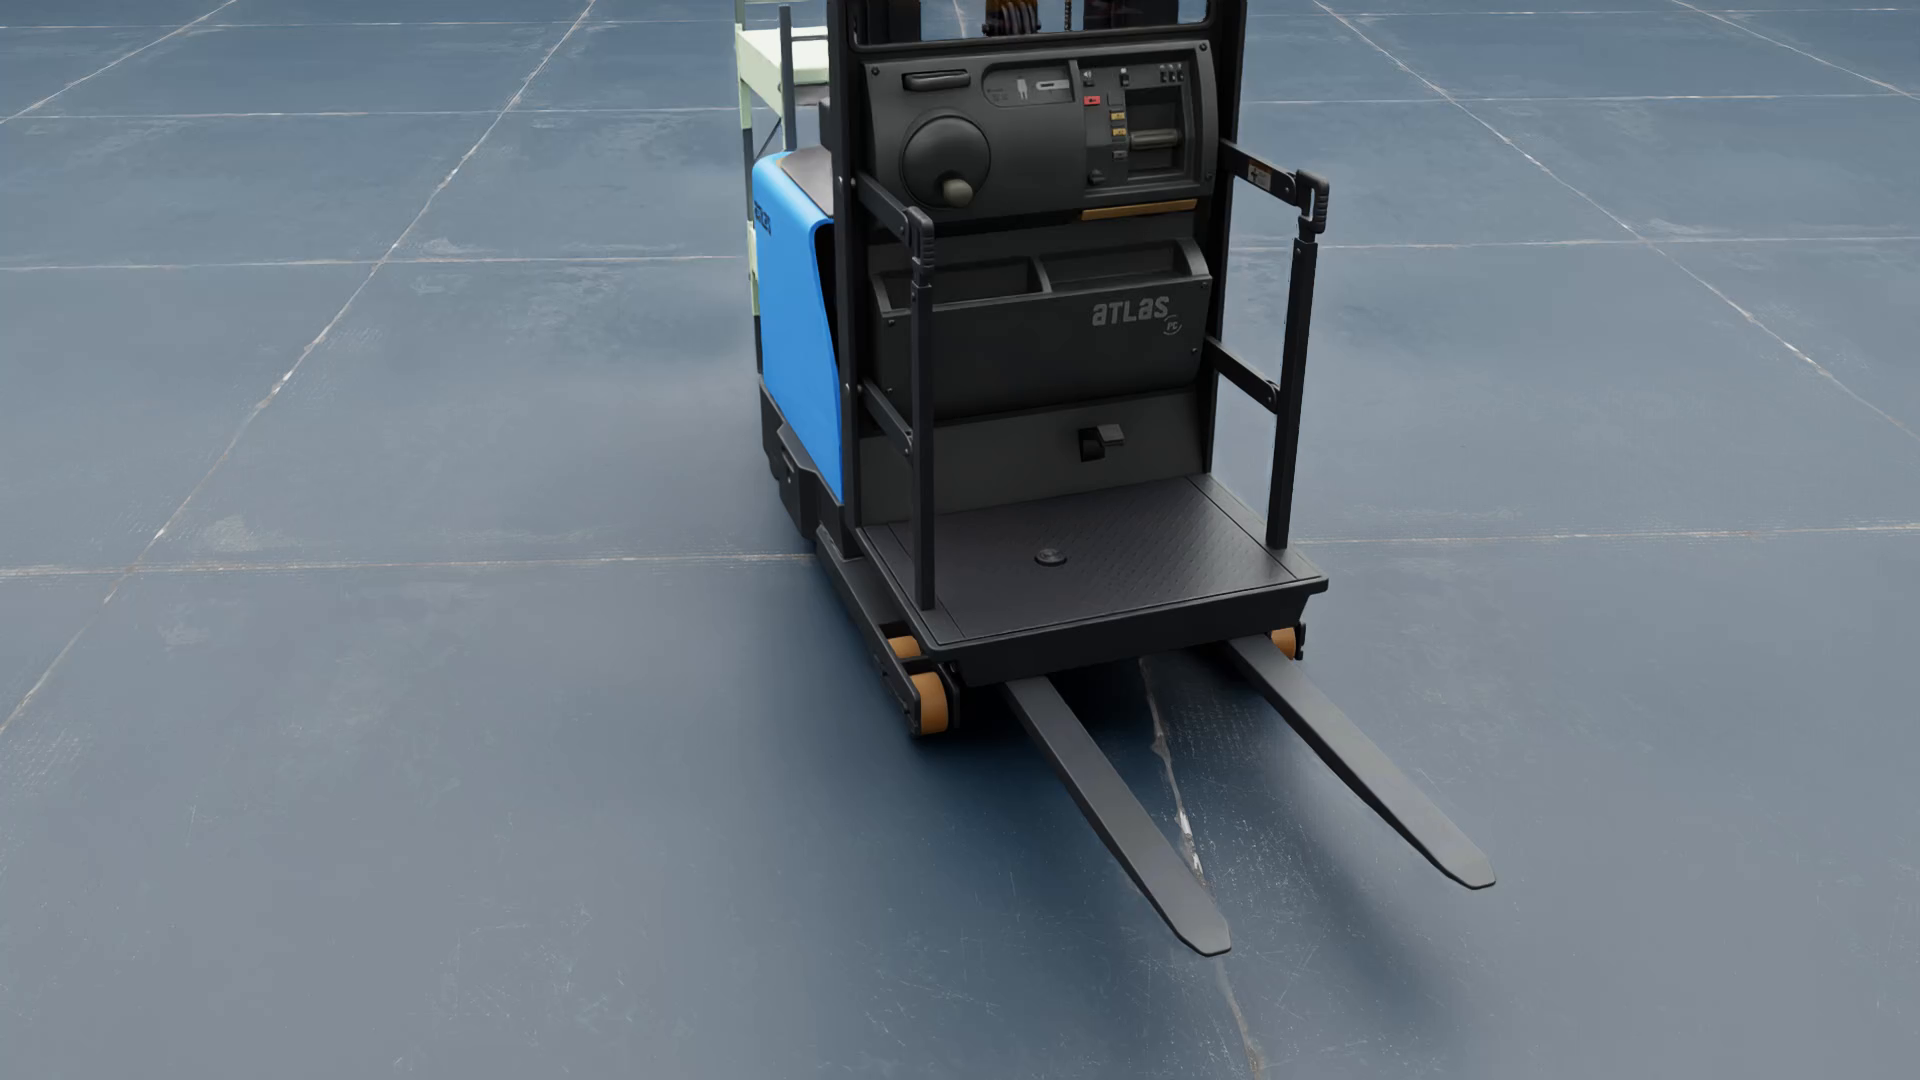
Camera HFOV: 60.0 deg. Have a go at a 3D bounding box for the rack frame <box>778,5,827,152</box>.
[{"bbox_3d":[-0.375,-1.034,5.602,0.400,1.500,0.023,-9,28,-16],"label":"rack frame"}]

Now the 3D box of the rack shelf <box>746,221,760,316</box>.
[{"bbox_3d":[-0.490,-0.903,6.060,0.431,0.370,0.720,-9,28,-16],"label":"rack shelf"}]

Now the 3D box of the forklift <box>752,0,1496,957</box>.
[{"bbox_3d":[0.290,-1.008,4.013,1.130,2.935,3.031,-9,29,-17],"label":"forklift"}]

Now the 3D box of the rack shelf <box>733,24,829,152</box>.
[{"bbox_3d":[-0.491,-1.540,5.732,0.431,0.370,0.720,-9,28,-16],"label":"rack shelf"}]

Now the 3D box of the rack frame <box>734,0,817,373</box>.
[{"bbox_3d":[-0.605,-1.352,6.220,0.400,1.500,0.023,-9,28,-16],"label":"rack frame"}]

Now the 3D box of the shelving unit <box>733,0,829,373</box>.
[{"bbox_3d":[-0.490,-1.193,5.911,0.431,1.500,0.755,-9,28,-16],"label":"shelving unit"}]
